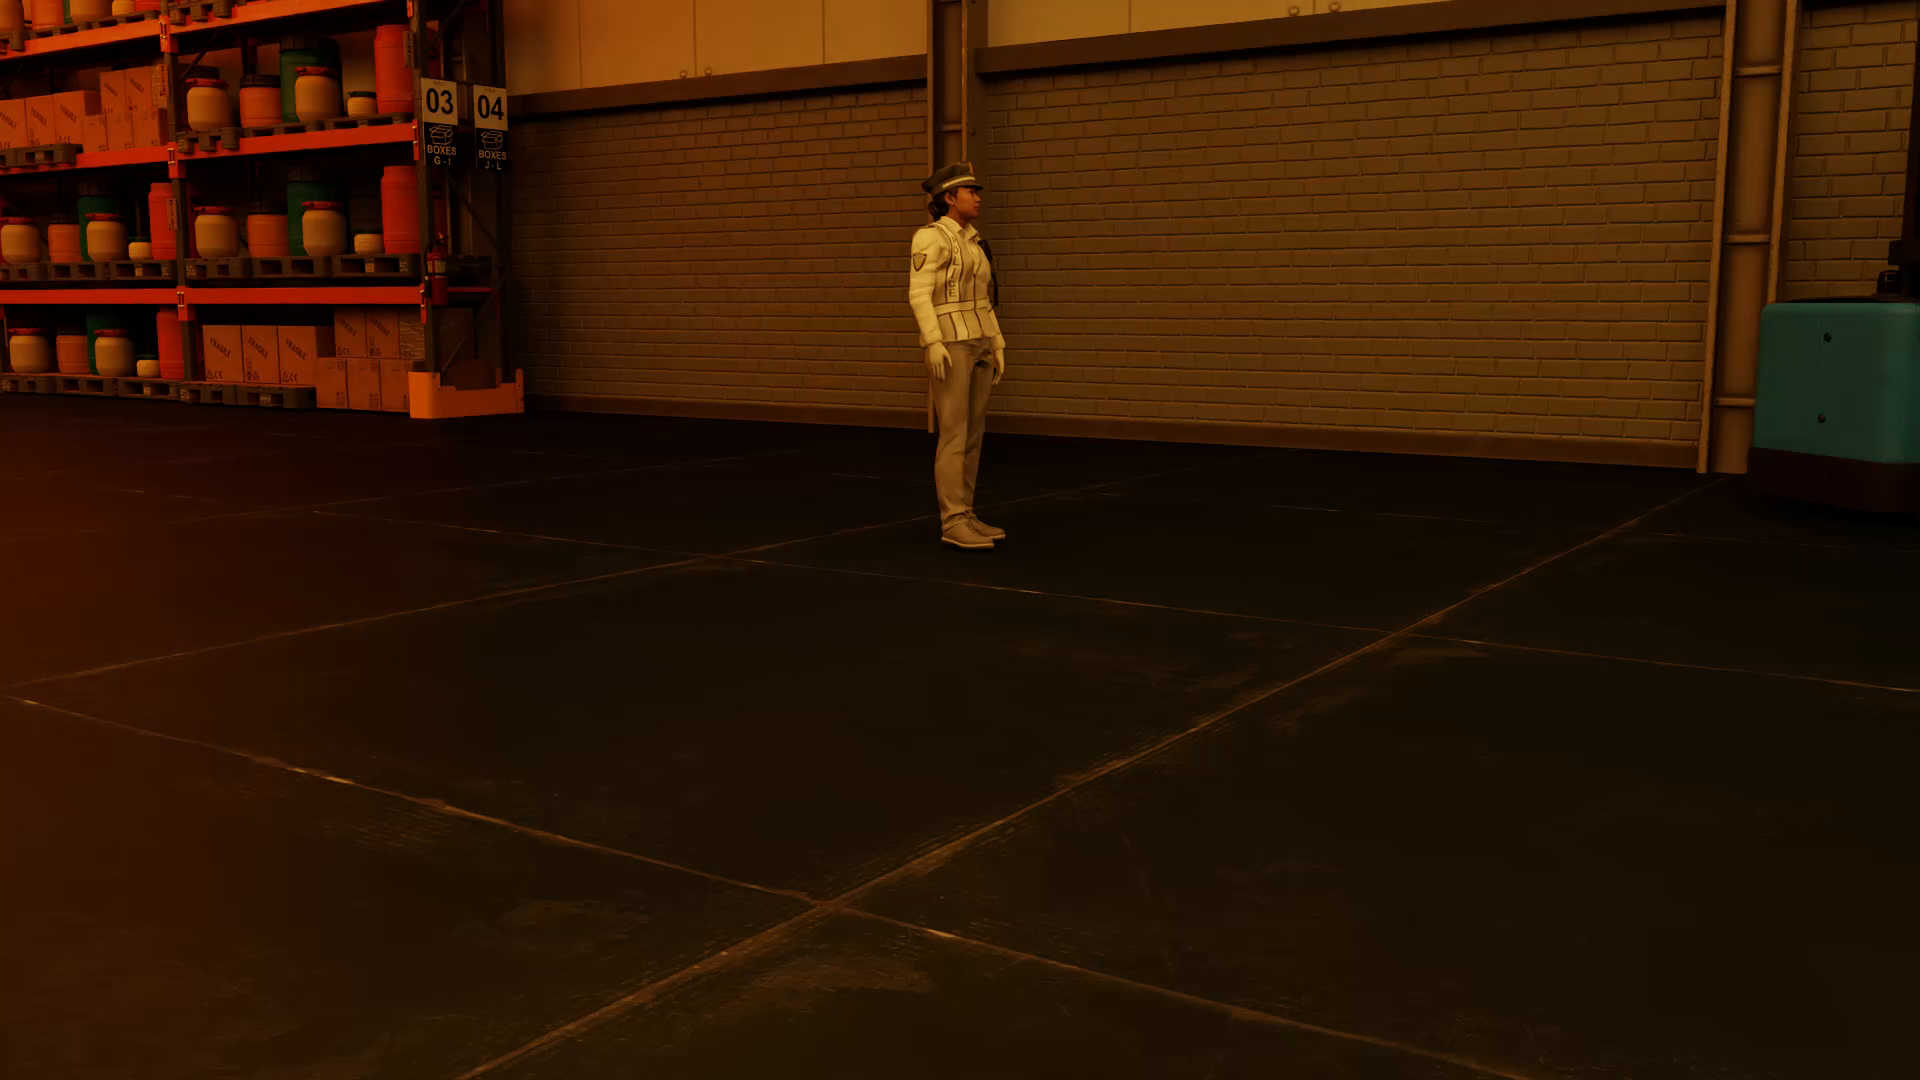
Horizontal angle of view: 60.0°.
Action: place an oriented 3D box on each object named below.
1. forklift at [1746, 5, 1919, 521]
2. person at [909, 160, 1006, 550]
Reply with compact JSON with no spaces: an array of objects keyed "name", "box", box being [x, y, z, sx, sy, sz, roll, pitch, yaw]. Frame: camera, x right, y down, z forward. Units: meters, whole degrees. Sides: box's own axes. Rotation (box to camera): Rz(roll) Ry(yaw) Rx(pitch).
[{"name":"forklift","box":[5.791,-1.624,8.610,3.031,2.935,1.130,-2,8,-13]},{"name":"person","box":[0.053,-0.840,7.440,0.531,1.695,0.587,5,10,34]}]
